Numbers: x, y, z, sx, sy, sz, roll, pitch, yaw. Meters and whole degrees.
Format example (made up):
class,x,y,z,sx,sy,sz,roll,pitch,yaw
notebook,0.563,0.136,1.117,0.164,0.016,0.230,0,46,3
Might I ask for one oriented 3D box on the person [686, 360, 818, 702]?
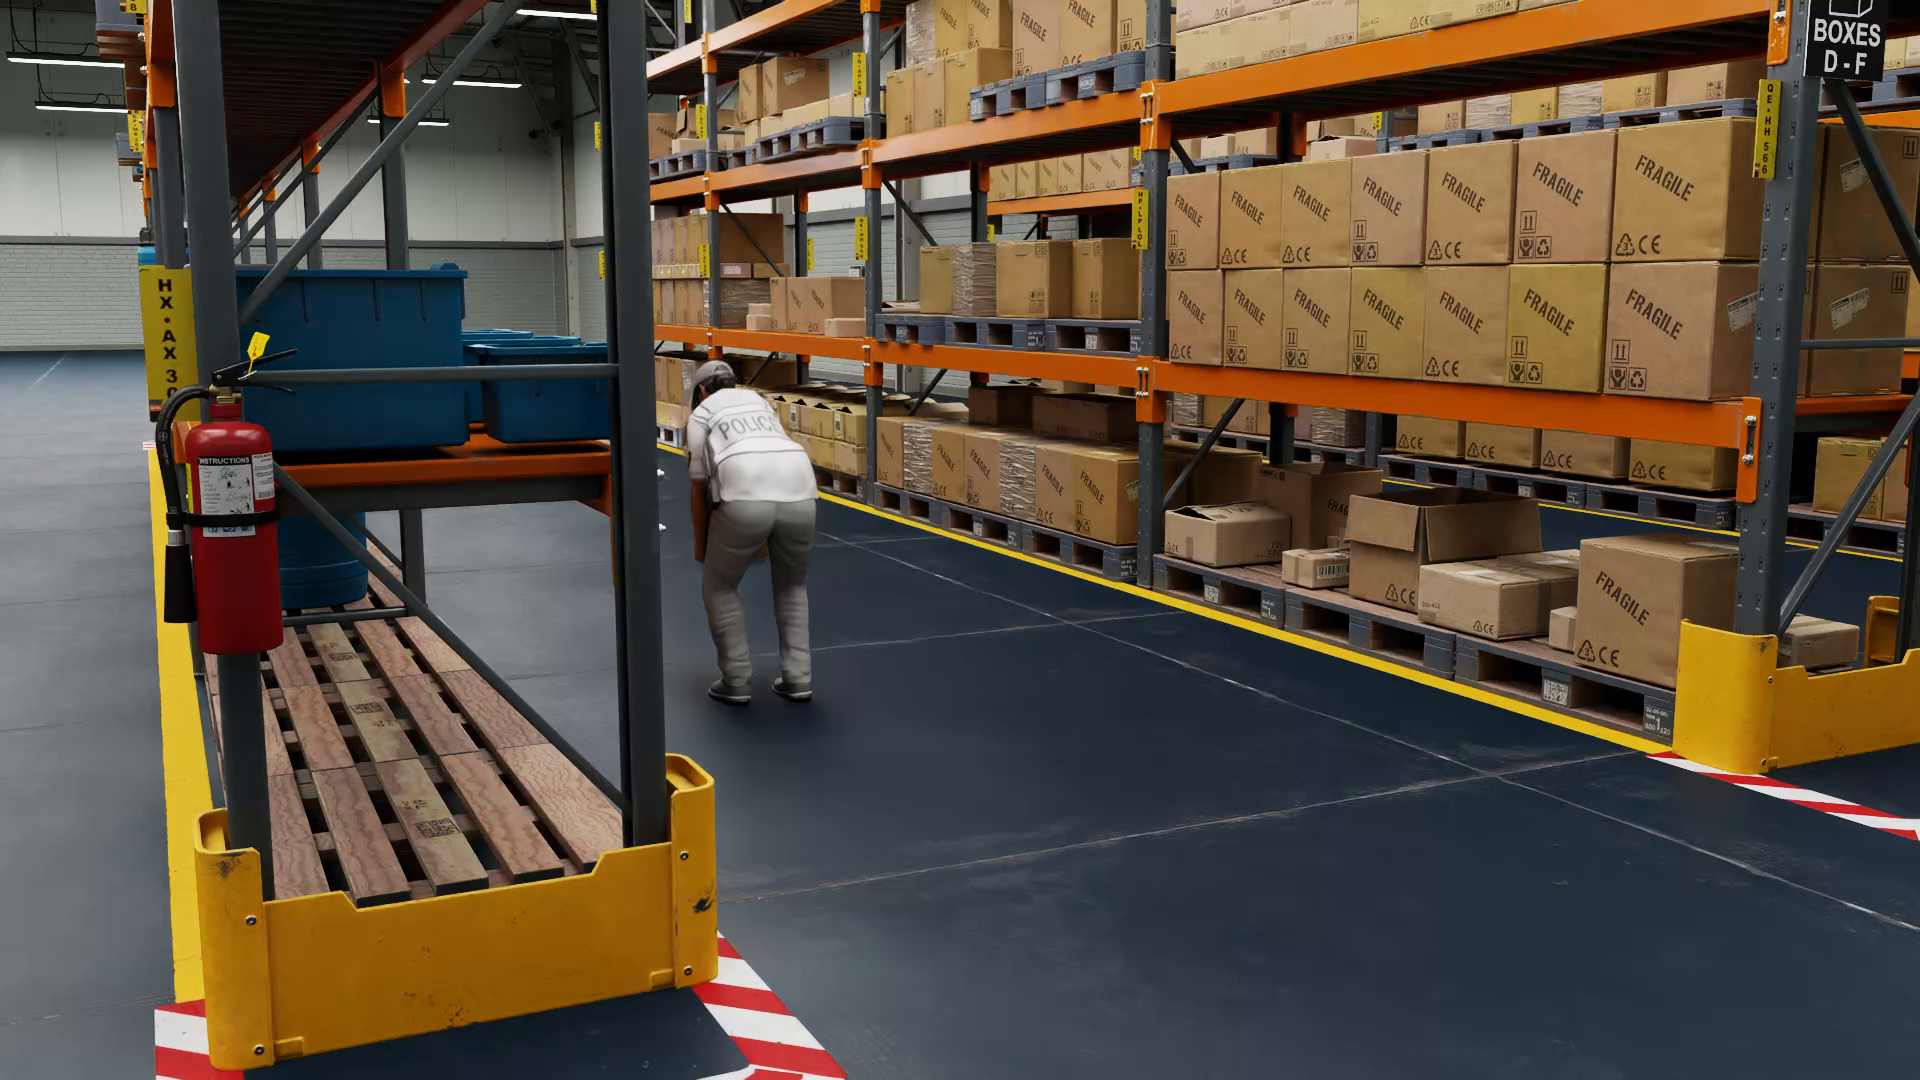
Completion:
class,x,y,z,sx,sy,sz,roll,pitch,yaw
person,-0.908,-0.045,7.027,0.461,1.405,0.837,-5,10,-27
